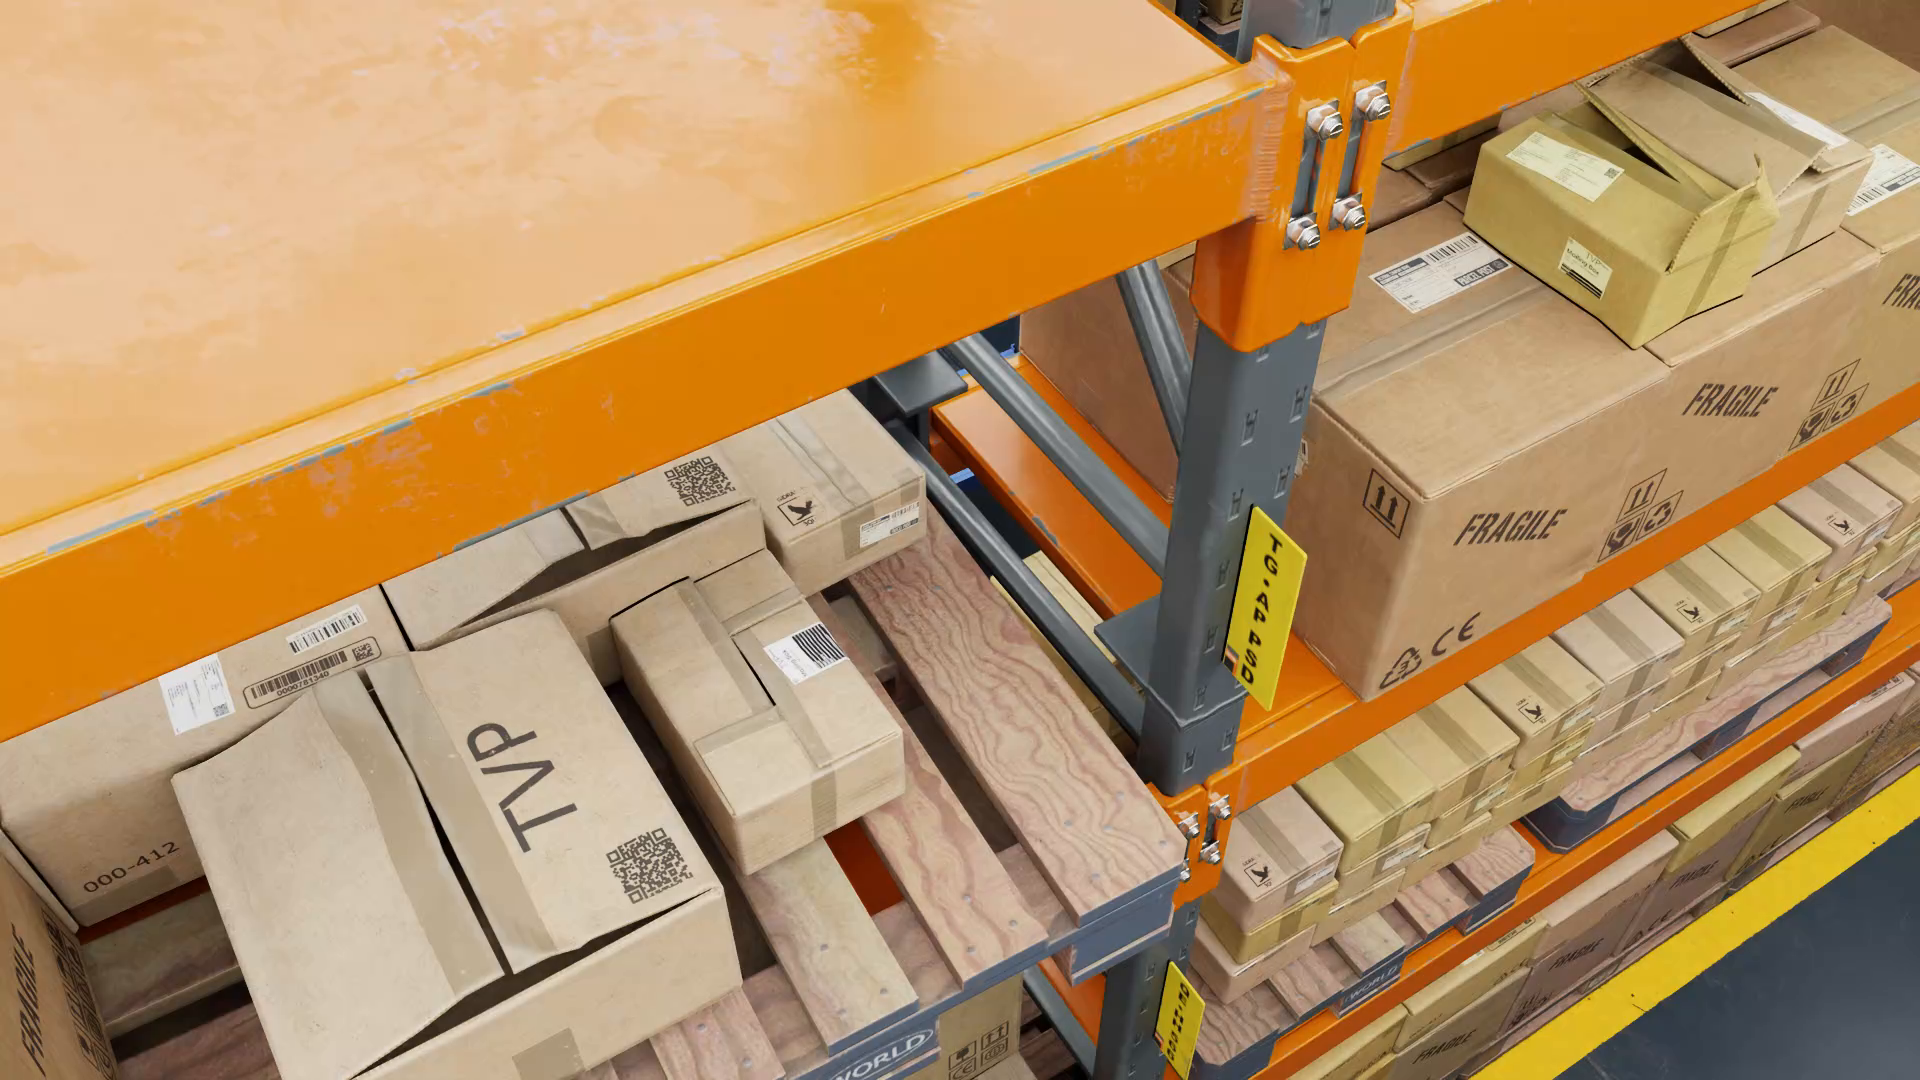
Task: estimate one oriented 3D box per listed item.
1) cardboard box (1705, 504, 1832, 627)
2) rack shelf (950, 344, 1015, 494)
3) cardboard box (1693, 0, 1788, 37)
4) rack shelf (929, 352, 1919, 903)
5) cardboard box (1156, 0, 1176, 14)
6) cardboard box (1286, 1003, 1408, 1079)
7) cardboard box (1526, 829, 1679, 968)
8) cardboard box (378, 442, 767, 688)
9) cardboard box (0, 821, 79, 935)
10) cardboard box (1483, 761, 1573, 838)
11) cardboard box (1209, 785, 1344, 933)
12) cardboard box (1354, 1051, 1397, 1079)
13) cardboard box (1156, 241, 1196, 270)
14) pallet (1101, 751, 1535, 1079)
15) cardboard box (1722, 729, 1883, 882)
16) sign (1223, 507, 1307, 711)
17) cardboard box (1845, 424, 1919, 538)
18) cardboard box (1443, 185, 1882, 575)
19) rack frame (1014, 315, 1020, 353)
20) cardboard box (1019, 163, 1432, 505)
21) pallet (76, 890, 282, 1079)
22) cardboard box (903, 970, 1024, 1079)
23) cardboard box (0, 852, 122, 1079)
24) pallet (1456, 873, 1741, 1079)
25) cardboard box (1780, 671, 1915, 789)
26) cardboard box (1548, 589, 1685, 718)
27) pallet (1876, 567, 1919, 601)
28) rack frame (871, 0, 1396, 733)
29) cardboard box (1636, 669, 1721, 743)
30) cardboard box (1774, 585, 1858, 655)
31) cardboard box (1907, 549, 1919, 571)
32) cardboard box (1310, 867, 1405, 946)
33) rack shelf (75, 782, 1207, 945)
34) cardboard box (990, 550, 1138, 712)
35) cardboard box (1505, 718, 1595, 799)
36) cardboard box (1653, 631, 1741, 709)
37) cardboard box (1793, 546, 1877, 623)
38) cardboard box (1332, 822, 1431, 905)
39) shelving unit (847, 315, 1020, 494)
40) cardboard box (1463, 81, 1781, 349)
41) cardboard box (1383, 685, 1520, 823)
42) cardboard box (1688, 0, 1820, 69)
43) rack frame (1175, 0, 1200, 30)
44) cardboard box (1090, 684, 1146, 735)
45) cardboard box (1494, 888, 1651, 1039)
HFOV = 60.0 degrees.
[{"bbox_3d":[1.927,0.001,4.174,0.250,0.149,0.380,-26,53,-21],"label":"cardboard box"},{"bbox_3d":[-0.072,-0.345,6.239,1.000,0.185,0.538,-25,53,-21],"label":"rack shelf"},{"bbox_3d":[1.390,-1.198,3.165,0.258,0.266,0.396,-25,53,-21],"label":"cardboard box"},{"bbox_3d":[1.801,-0.617,3.709,4.000,0.370,1.077,-25,53,-21],"label":"rack shelf"},{"bbox_3d":[0.401,-2.994,8.494,0.875,0.875,1.225,-25,53,-21],"label":"cardboard box"},{"bbox_3d":[0.822,1.259,4.456,0.500,0.250,0.500,-27,54,-22],"label":"cardboard box"},{"bbox_3d":[1.676,0.868,4.804,0.500,0.250,0.500,-25,53,-21],"label":"cardboard box"},{"bbox_3d":[-0.620,-0.053,2.437,0.500,0.311,0.500,-25,53,-21],"label":"cardboard box"},{"bbox_3d":[-1.478,0.352,2.077,0.500,0.311,0.500,-26,53,-21],"label":"cardboard box"},{"bbox_3d":[1.278,0.509,4.121,0.250,0.149,0.380,-23,52,-19],"label":"cardboard box"},{"bbox_3d":[0.607,0.621,3.622,0.250,0.149,0.380,-25,53,-21],"label":"cardboard box"},{"bbox_3d":[0.844,1.509,4.735,0.500,0.500,0.500,-27,54,-22],"label":"cardboard box"},{"bbox_3d":[0.313,-0.672,2.697,0.258,0.266,0.396,-25,53,-21],"label":"cardboard box"},{"bbox_3d":[0.655,0.651,4.235,1.003,0.211,1.213,-25,53,-21],"label":"pallet"},{"bbox_3d":[2.567,0.695,5.461,0.500,0.500,0.500,-26,53,-22],"label":"cardboard box"},{"bbox_3d":[0.399,0.097,2.193,0.005,0.325,0.100,-25,53,-21],"label":"sign"},{"bbox_3d":[2.379,-0.216,4.368,0.250,0.149,0.380,-27,54,-22],"label":"cardboard box"},{"bbox_3d":[1.154,-0.355,2.928,0.500,0.500,0.500,-25,53,-21],"label":"cardboard box"},{"bbox_3d":[0.358,-0.667,6.285,0.032,1.500,0.500,-25,53,-21],"label":"rack frame"},{"bbox_3d":[0.457,-0.480,3.039,0.500,0.500,0.500,-25,53,-21],"label":"cardboard box"},{"bbox_3d":[-1.351,0.741,2.144,1.213,0.211,1.003,-23,52,-19],"label":"pallet"},{"bbox_3d":[-0.275,0.745,3.286,0.500,0.500,0.700,-25,53,-21],"label":"cardboard box"},{"bbox_3d":[-1.211,0.604,1.725,0.500,0.500,0.500,-25,53,-21],"label":"cardboard box"},{"bbox_3d":[1.802,1.072,5.599,1.213,0.211,1.003,-25,53,-21],"label":"pallet"},{"bbox_3d":[2.556,0.440,5.185,0.500,0.250,0.500,-23,52,-19],"label":"cardboard box"},{"bbox_3d":[1.492,0.205,3.993,0.250,0.149,0.380,-23,52,-19],"label":"cardboard box"},{"bbox_3d":[2.768,-0.379,5.153,1.213,0.211,1.003,-25,53,-21],"label":"pallet"},{"bbox_3d":[0.110,-1.057,1.610,0.127,3.000,1.000,-25,53,-21],"label":"rack frame"},{"bbox_3d":[1.716,0.302,4.305,0.250,0.149,0.380,-25,53,-20],"label":"cardboard box"},{"bbox_3d":[2.162,0.093,4.491,0.250,0.149,0.380,-23,52,-19],"label":"cardboard box"},{"bbox_3d":[2.619,-0.126,4.686,0.250,0.149,0.380,-28,54,-23],"label":"cardboard box"},{"bbox_3d":[0.823,0.725,3.928,0.250,0.149,0.380,-23,52,-19],"label":"cardboard box"},{"bbox_3d":[-1.582,0.977,2.290,4.000,0.370,1.077,-25,53,-21],"label":"rack shelf"},{"bbox_3d":[0.279,0.200,3.997,0.250,0.149,0.380,-27,54,-22],"label":"cardboard box"},{"bbox_3d":[1.291,0.399,4.019,0.250,0.149,0.380,-25,53,-21],"label":"cardboard box"},{"bbox_3d":[1.714,0.204,4.193,0.250,0.149,0.380,-26,53,-21],"label":"cardboard box"},{"bbox_3d":[2.148,0.001,4.374,0.250,0.149,0.380,-25,53,-21],"label":"cardboard box"},{"bbox_3d":[0.854,0.608,3.833,0.250,0.149,0.380,-23,52,-19],"label":"cardboard box"},{"bbox_3d":[-0.072,-0.465,6.105,1.048,1.500,0.538,-25,53,-21],"label":"shelving unit"},{"bbox_3d":[1.035,-0.539,2.579,0.258,0.266,0.396,-25,53,-21],"label":"cardboard box"},{"bbox_3d":[1.039,0.419,3.802,0.250,0.149,0.380,-25,53,-21],"label":"cardboard box"},{"bbox_3d":[1.298,-0.884,3.399,0.500,0.500,0.500,-25,53,-21],"label":"cardboard box"},{"bbox_3d":[0.931,-3.828,8.096,0.127,3.000,1.000,-25,53,-21],"label":"rack frame"},{"bbox_3d":[0.284,0.299,4.108,0.250,0.149,0.380,-24,53,-20],"label":"cardboard box"},{"bbox_3d":[1.699,1.100,5.100,0.500,0.500,0.500,-26,53,-22],"label":"cardboard box"}]
